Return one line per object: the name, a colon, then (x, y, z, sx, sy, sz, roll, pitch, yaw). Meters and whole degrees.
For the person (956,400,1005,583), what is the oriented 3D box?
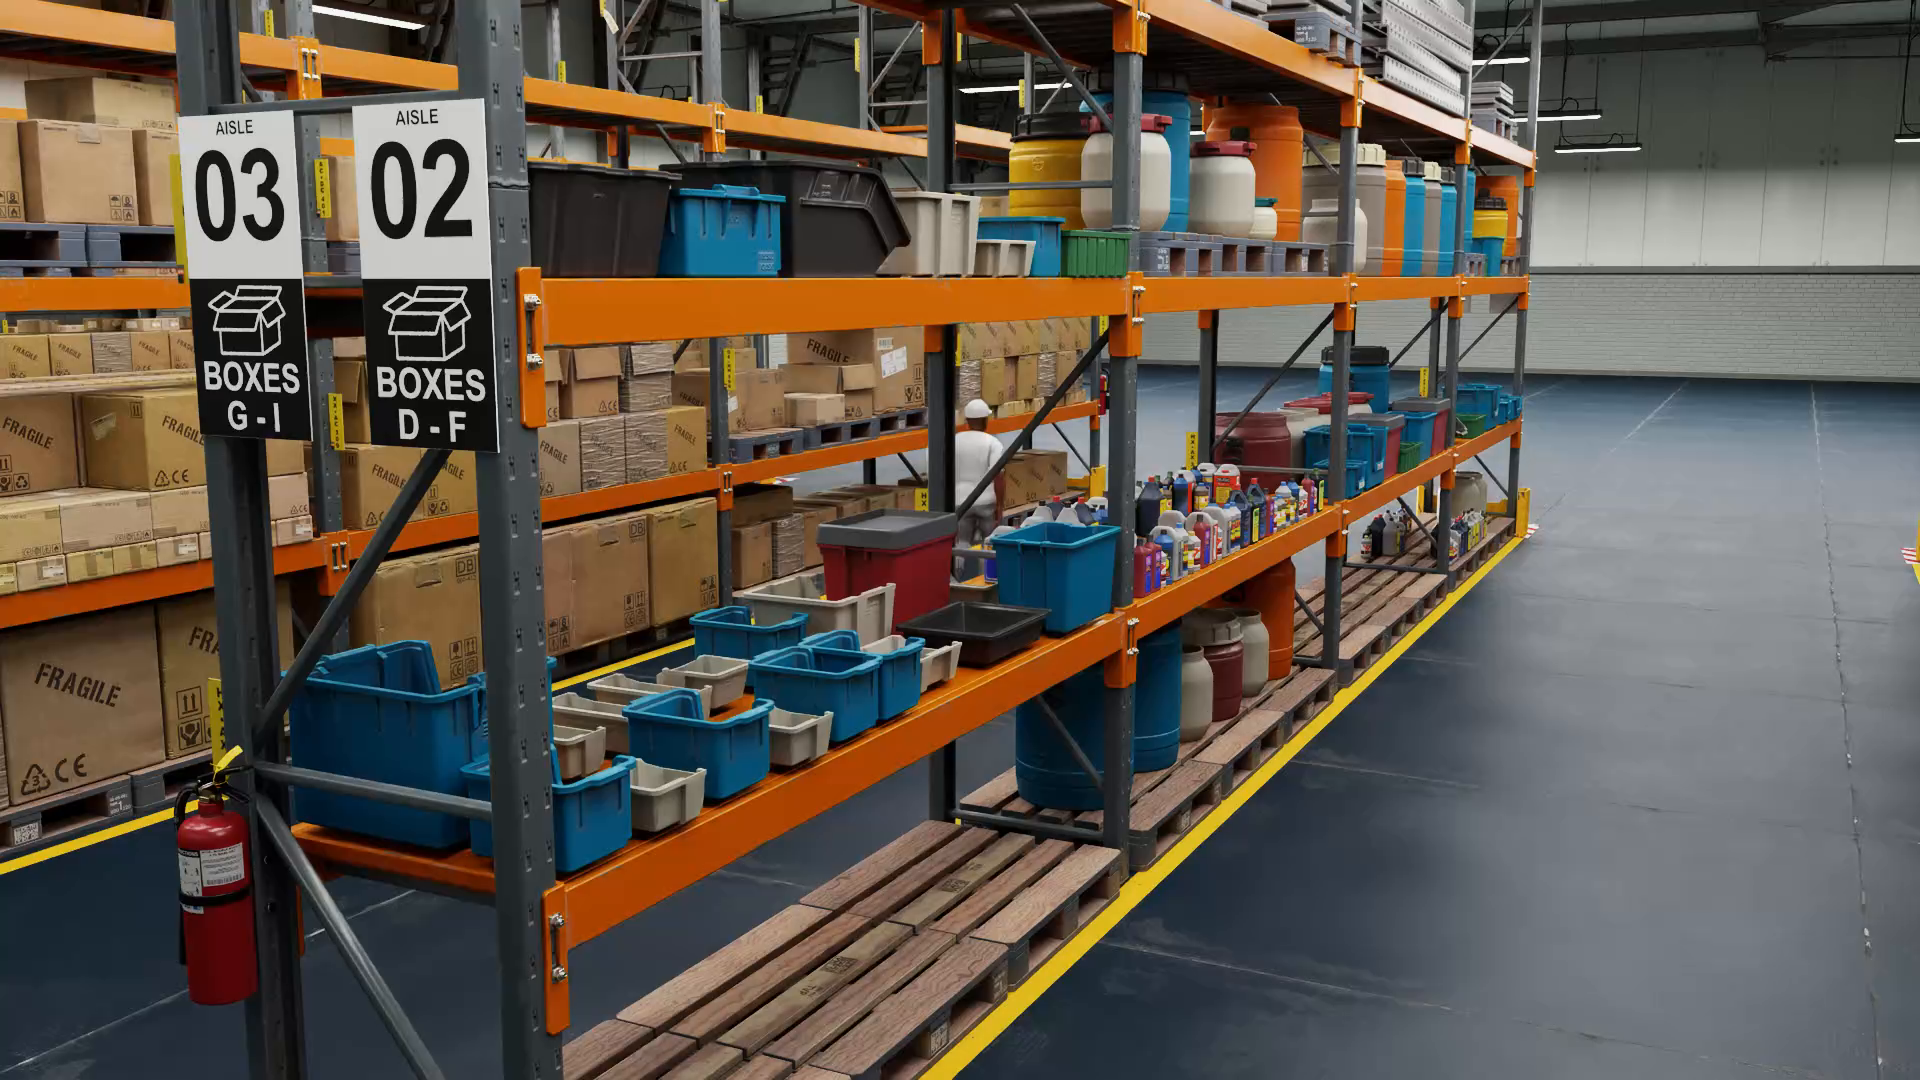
person: (0.123, -0.317, 14.137, 0.584, 1.751, 0.649, 4, 10, 23)
